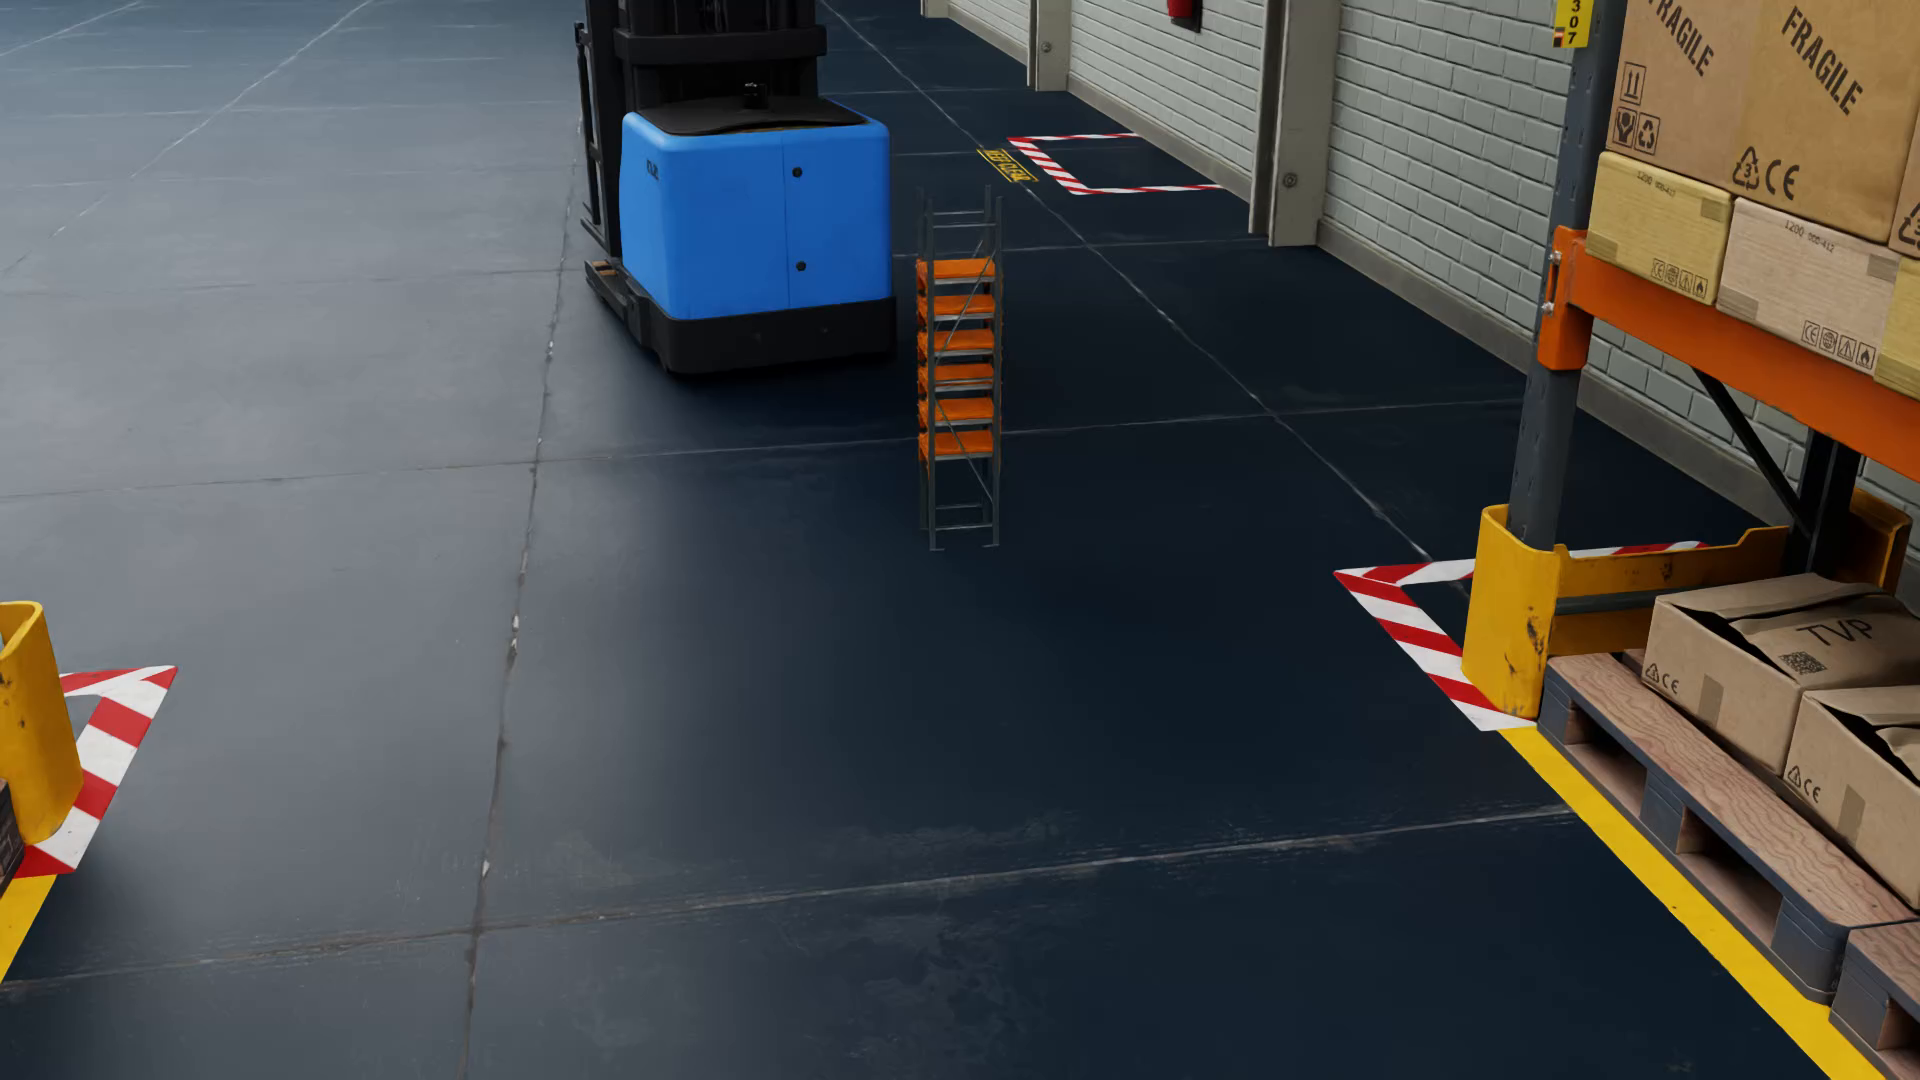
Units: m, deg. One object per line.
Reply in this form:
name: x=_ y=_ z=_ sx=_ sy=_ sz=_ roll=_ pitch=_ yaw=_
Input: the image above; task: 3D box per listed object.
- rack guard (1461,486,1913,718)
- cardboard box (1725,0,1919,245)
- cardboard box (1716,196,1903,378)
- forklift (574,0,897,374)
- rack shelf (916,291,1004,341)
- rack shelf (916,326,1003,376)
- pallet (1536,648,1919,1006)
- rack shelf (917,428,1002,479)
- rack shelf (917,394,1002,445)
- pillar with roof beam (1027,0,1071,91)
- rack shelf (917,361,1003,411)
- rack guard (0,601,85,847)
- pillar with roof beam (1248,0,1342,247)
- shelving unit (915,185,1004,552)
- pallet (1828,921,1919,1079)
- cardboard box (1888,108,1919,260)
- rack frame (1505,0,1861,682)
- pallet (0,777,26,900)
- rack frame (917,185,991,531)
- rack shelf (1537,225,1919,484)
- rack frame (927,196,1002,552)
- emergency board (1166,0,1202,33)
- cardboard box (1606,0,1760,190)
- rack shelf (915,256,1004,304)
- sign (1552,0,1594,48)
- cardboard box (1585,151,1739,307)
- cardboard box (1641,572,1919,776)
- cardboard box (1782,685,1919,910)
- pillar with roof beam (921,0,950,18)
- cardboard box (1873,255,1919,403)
rack guard: x=2.064 y=0.159 z=4.761 sx=1.175 sy=0.500 sz=0.348 roll=-4 pitch=24 yaw=-10
cardboard box: x=1.924 y=-0.895 z=3.277 sx=0.500 sy=0.500 sz=0.500 roll=-4 pitch=24 yaw=-10
cardboard box: x=1.938 y=-0.538 z=3.397 sx=0.500 sy=0.250 sz=0.500 roll=-5 pitch=24 yaw=-11
forklift: x=-1.319 y=-2.624 z=8.096 sx=1.130 sy=2.935 sz=3.031 roll=-9 pitch=25 yaw=-20
rack shelf: x=-0.003 y=-0.735 z=5.445 sx=0.258 sy=0.103 sz=0.180 roll=-4 pitch=24 yaw=-10
rack shelf: x=-0.003 y=-0.625 z=5.493 sx=0.258 sy=0.103 sz=0.180 roll=-4 pitch=24 yaw=-10
pallet: x=2.179 y=0.614 z=4.081 sx=1.003 sy=0.211 sz=1.213 roll=-4 pitch=24 yaw=-10
rack shelf: x=-0.003 y=-0.295 z=5.637 sx=0.258 sy=0.103 sz=0.180 roll=-4 pitch=24 yaw=-10
rack shelf: x=-0.003 y=-0.405 z=5.589 sx=0.258 sy=0.103 sz=0.180 roll=-4 pitch=24 yaw=-10
pillar with roof beam: x=-3.420 y=-7.956 z=12.722 sx=9.100 sy=9.000 sz=0.400 roll=-4 pitch=24 yaw=-10
rack shelf: x=-0.003 y=-0.515 z=5.541 sx=0.258 sy=0.103 sz=0.180 roll=-4 pitch=24 yaw=-10
rack guard: x=-2.822 y=0.488 z=4.008 sx=1.175 sy=0.500 sz=0.348 roll=-4 pitch=24 yaw=-10
pillar with roof beam: x=-2.311 y=-5.596 z=7.319 sx=9.100 sy=9.000 sz=0.400 roll=-4 pitch=24 yaw=-10
shelving unit: x=-0.003 y=-0.556 z=5.523 sx=0.258 sy=1.200 sz=0.189 roll=-4 pitch=24 yaw=-10
pallet: x=2.401 y=1.093 z=2.985 sx=1.003 sy=0.211 sz=1.213 roll=-4 pitch=24 yaw=-10
cardboard box: x=2.014 y=-0.692 z=2.811 sx=0.500 sy=0.500 sz=0.500 roll=-5 pitch=24 yaw=-11
rack frame: x=2.050 y=-1.016 z=4.329 sx=1.000 sy=3.000 sz=0.127 roll=-4 pitch=24 yaw=-10
pallet: x=-2.635 y=0.927 z=3.363 sx=1.003 sy=0.211 sz=1.213 roll=-4 pitch=24 yaw=-10
rack frame: x=-0.020 y=-0.592 z=5.605 sx=0.240 sy=1.200 sz=0.006 roll=-4 pitch=24 yaw=-10
rack shelf: x=2.420 y=0.100 z=2.672 sx=1.077 sy=0.370 sz=4.000 roll=-4 pitch=24 yaw=-10
rack frame: x=0.014 y=-0.520 z=5.440 sx=0.240 sy=1.200 sz=0.006 roll=-4 pitch=24 yaw=-10
emergency board: x=1.500 y=-4.140 z=11.481 sx=0.194 sy=1.169 sz=0.643 roll=-4 pitch=24 yaw=-10
cardboard box: x=1.843 y=-1.090 z=3.724 sx=0.500 sy=0.500 sz=0.500 roll=-4 pitch=24 yaw=-10
rack shelf: x=-0.003 y=-0.845 z=5.397 sx=0.258 sy=0.103 sz=0.180 roll=-4 pitch=24 yaw=-10
sign: x=1.517 y=-1.373 z=4.064 sx=0.100 sy=0.325 sz=0.005 roll=-4 pitch=24 yaw=-10
cardboard box: x=1.828 y=-0.741 z=3.862 sx=0.500 sy=0.250 sz=0.500 roll=-5 pitch=24 yaw=-11
cardboard box: x=2.089 y=0.293 z=4.141 sx=0.500 sy=0.311 sz=0.500 roll=-7 pitch=25 yaw=-16
cardboard box: x=2.195 y=0.517 z=3.627 sx=0.500 sy=0.311 sz=0.500 roll=-2 pitch=24 yaw=-5
pillar with roof beam: x=-4.530 y=-10.316 z=18.126 sx=9.100 sy=9.000 sz=0.400 roll=-4 pitch=24 yaw=-10
cardboard box: x=2.026 y=-0.337 z=2.937 sx=0.500 sy=0.250 sz=0.500 roll=-5 pitch=24 yaw=-11
